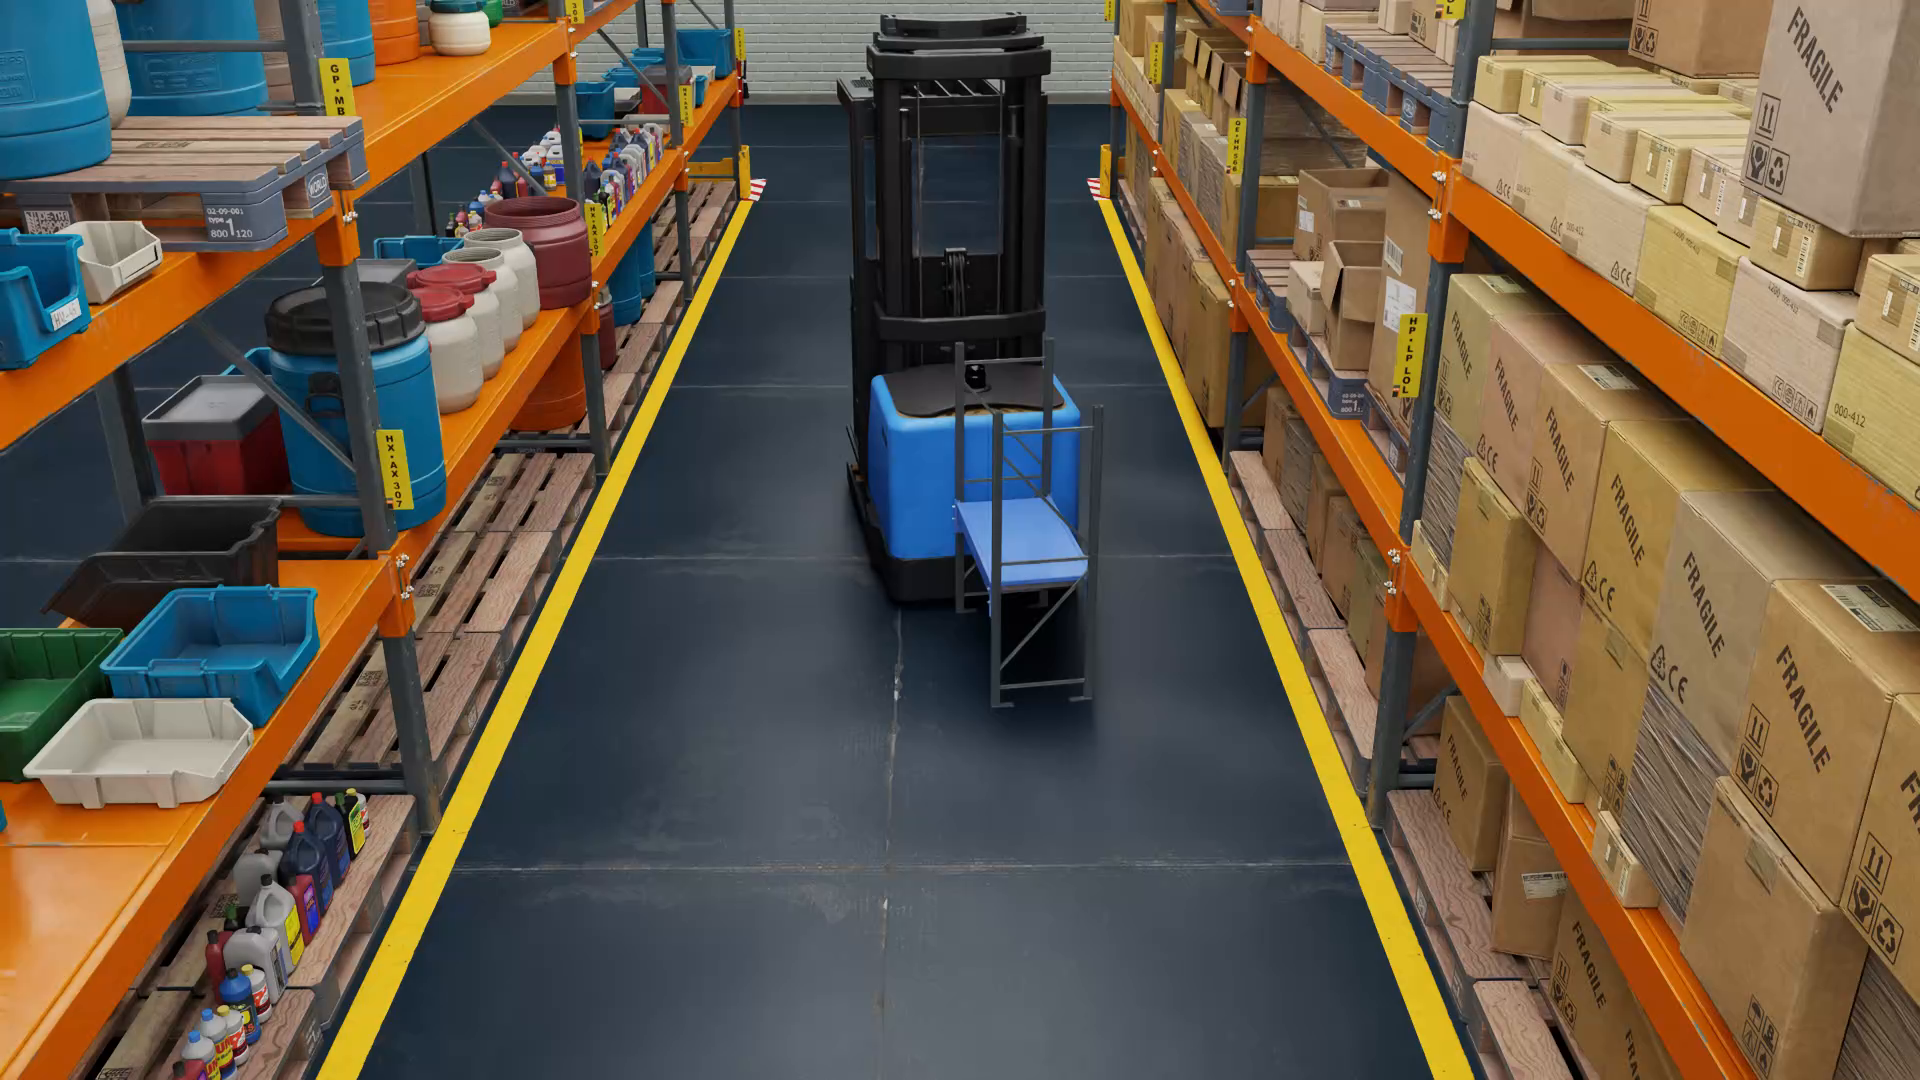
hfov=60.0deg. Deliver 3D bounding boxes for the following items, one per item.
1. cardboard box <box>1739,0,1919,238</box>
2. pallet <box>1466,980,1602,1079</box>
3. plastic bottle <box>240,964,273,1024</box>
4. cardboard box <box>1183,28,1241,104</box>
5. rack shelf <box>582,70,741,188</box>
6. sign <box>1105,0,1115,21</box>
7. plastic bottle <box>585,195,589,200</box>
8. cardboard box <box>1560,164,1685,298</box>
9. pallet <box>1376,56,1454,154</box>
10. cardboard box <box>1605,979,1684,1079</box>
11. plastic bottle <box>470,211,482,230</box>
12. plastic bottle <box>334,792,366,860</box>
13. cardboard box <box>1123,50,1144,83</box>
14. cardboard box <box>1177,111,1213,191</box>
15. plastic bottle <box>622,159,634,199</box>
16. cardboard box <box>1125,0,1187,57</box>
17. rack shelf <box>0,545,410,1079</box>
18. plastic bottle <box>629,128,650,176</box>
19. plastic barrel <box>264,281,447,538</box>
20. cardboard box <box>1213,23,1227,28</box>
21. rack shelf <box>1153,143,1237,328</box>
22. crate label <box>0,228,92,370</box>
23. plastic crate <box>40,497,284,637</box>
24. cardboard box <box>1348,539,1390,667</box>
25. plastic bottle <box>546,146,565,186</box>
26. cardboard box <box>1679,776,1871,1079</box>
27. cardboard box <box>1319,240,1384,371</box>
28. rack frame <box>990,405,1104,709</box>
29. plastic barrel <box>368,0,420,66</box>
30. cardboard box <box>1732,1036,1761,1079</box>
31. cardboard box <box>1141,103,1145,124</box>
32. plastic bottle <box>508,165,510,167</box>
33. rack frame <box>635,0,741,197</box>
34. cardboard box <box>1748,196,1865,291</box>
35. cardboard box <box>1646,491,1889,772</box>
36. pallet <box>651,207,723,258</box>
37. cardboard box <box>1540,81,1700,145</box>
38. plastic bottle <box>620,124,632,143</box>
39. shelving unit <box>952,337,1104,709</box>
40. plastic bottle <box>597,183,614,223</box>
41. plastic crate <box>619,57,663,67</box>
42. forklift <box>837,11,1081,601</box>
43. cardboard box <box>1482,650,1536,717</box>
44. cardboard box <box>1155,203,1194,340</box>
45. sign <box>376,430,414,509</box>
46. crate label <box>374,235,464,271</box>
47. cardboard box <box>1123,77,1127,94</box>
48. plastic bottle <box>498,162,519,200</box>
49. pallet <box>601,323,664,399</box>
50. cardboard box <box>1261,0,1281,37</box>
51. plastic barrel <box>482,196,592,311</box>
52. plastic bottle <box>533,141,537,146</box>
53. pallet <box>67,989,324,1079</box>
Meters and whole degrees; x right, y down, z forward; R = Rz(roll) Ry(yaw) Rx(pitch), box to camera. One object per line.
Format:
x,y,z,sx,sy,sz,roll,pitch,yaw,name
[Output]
2.013,-0.931,3.439,0.500,0.500,0.500,0,24,-1,cardboard box
2.298,1.885,5.326,1.003,0.211,1.213,0,24,-1,pallet
-2.386,1.523,5.605,0.097,0.201,0.097,0,24,0,plastic bottle
2.167,-3.702,12.957,0.797,0.503,0.637,-1,24,-2,cardboard box
-2.822,-3.937,15.687,1.077,0.370,4.000,0,24,-1,rack shelf
1.554,-5.541,17.215,0.100,0.325,0.005,0,24,-1,sign
-2.478,-2.151,11.023,0.097,0.271,0.097,0,24,0,plastic bottle
1.994,-0.855,4.542,0.500,0.250,0.500,-1,24,-3,cardboard box
2.339,-1.702,6.461,1.213,0.211,1.003,0,24,-1,pallet
2.264,1.668,4.945,0.500,0.500,0.500,2,24,4,cardboard box
-3.174,-2.049,10.882,0.097,0.201,0.097,0,24,0,plastic bottle
-2.378,1.090,6.462,0.061,0.283,0.133,1,24,2,plastic bottle
1.858,-4.558,16.008,0.500,0.250,0.500,-1,24,-2,cardboard box
1.919,-2.904,12.410,0.500,0.500,0.500,-1,24,-2,cardboard box
-2.411,-2.622,12.048,0.061,0.283,0.133,0,24,-1,plastic bottle
1.861,-4.901,15.858,0.500,0.500,0.500,-1,24,-2,cardboard box
-2.691,1.008,4.754,1.077,0.370,4.000,0,24,-1,rack shelf
-2.461,-2.964,12.724,0.144,0.351,0.185,0,24,-1,plastic bottle
-2.414,-0.533,6.679,0.600,0.901,0.708,0,24,-1,plastic barrel
2.403,-4.070,14.020,0.500,0.500,0.500,0,24,-1,cardboard box
2.174,-2.311,12.092,1.077,0.370,4.000,0,24,-1,rack shelf
-2.360,-0.567,3.905,0.502,0.251,0.408,0,24,-1,crate label
-2.835,0.101,5.962,0.767,0.338,0.504,0,24,-1,plastic crate
2.268,0.323,7.896,0.700,0.500,0.500,0,24,-1,cardboard box
-3.014,-2.810,12.474,0.152,0.276,0.135,0,24,-1,plastic bottle
2.179,0.869,3.706,0.875,0.500,0.500,0,24,-1,cardboard box
2.128,-1.118,7.948,0.797,0.503,0.637,2,24,5,cardboard box
0.394,0.101,7.707,0.500,1.500,0.032,-4,25,-9,rack frame
-2.958,-2.745,8.019,0.600,0.830,0.708,0,24,-1,plastic barrel
2.030,1.171,3.825,0.380,0.149,0.250,0,24,-1,cardboard box
1.813,-3.790,14.795,0.380,0.149,0.250,0,24,0,cardboard box
-3.204,-2.506,11.792,0.061,0.283,0.133,0,24,-1,plastic bottle
-2.844,-5.088,17.361,1.000,3.000,0.127,0,24,-1,rack frame
1.961,-0.647,3.599,0.380,0.149,0.250,-1,24,-3,cardboard box
2.016,0.208,3.954,0.500,0.500,0.500,0,24,-1,cardboard box
-2.863,-2.976,16.075,1.003,0.211,1.213,0,24,-1,pallet
1.988,-1.289,5.018,0.380,0.149,0.250,0,24,0,cardboard box
-2.607,-3.040,12.891,0.144,0.351,0.185,0,24,-1,plastic bottle
0.309,-0.106,8.164,0.538,1.500,1.048,-4,25,-9,shelving unit
-2.421,-2.302,11.355,0.097,0.271,0.097,0,24,0,plastic bottle
-3.163,-4.665,16.555,0.416,0.233,0.300,0,24,-1,plastic crate
-0.105,-1.590,9.710,1.130,2.935,3.031,-4,25,-9,forklift
1.935,0.451,5.419,0.380,0.149,0.250,0,24,-1,cardboard box
2.190,-2.054,12.720,1.225,0.875,0.875,-1,24,-2,cardboard box
-2.163,-0.268,6.366,0.100,0.325,0.005,0,24,-1,sign
-3.016,-1.397,9.157,0.502,0.435,0.616,0,24,-1,crate label
1.796,-4.425,16.199,0.380,0.149,0.250,-1,24,-2,cardboard box
-3.160,-2.471,11.633,0.144,0.351,0.185,0,24,-1,plastic bottle
-2.817,-1.348,12.473,1.003,0.211,1.213,0,24,-1,pallet
1.947,-2.918,9.103,0.500,0.250,0.500,0,24,0,cardboard box
-2.449,-1.664,9.624,0.600,0.536,0.708,0,24,-1,plastic barrel
-3.213,-2.868,12.593,0.061,0.283,0.133,0,24,-1,plastic bottle
-2.731,1.908,5.276,1.003,0.211,1.213,0,24,-1,pallet
